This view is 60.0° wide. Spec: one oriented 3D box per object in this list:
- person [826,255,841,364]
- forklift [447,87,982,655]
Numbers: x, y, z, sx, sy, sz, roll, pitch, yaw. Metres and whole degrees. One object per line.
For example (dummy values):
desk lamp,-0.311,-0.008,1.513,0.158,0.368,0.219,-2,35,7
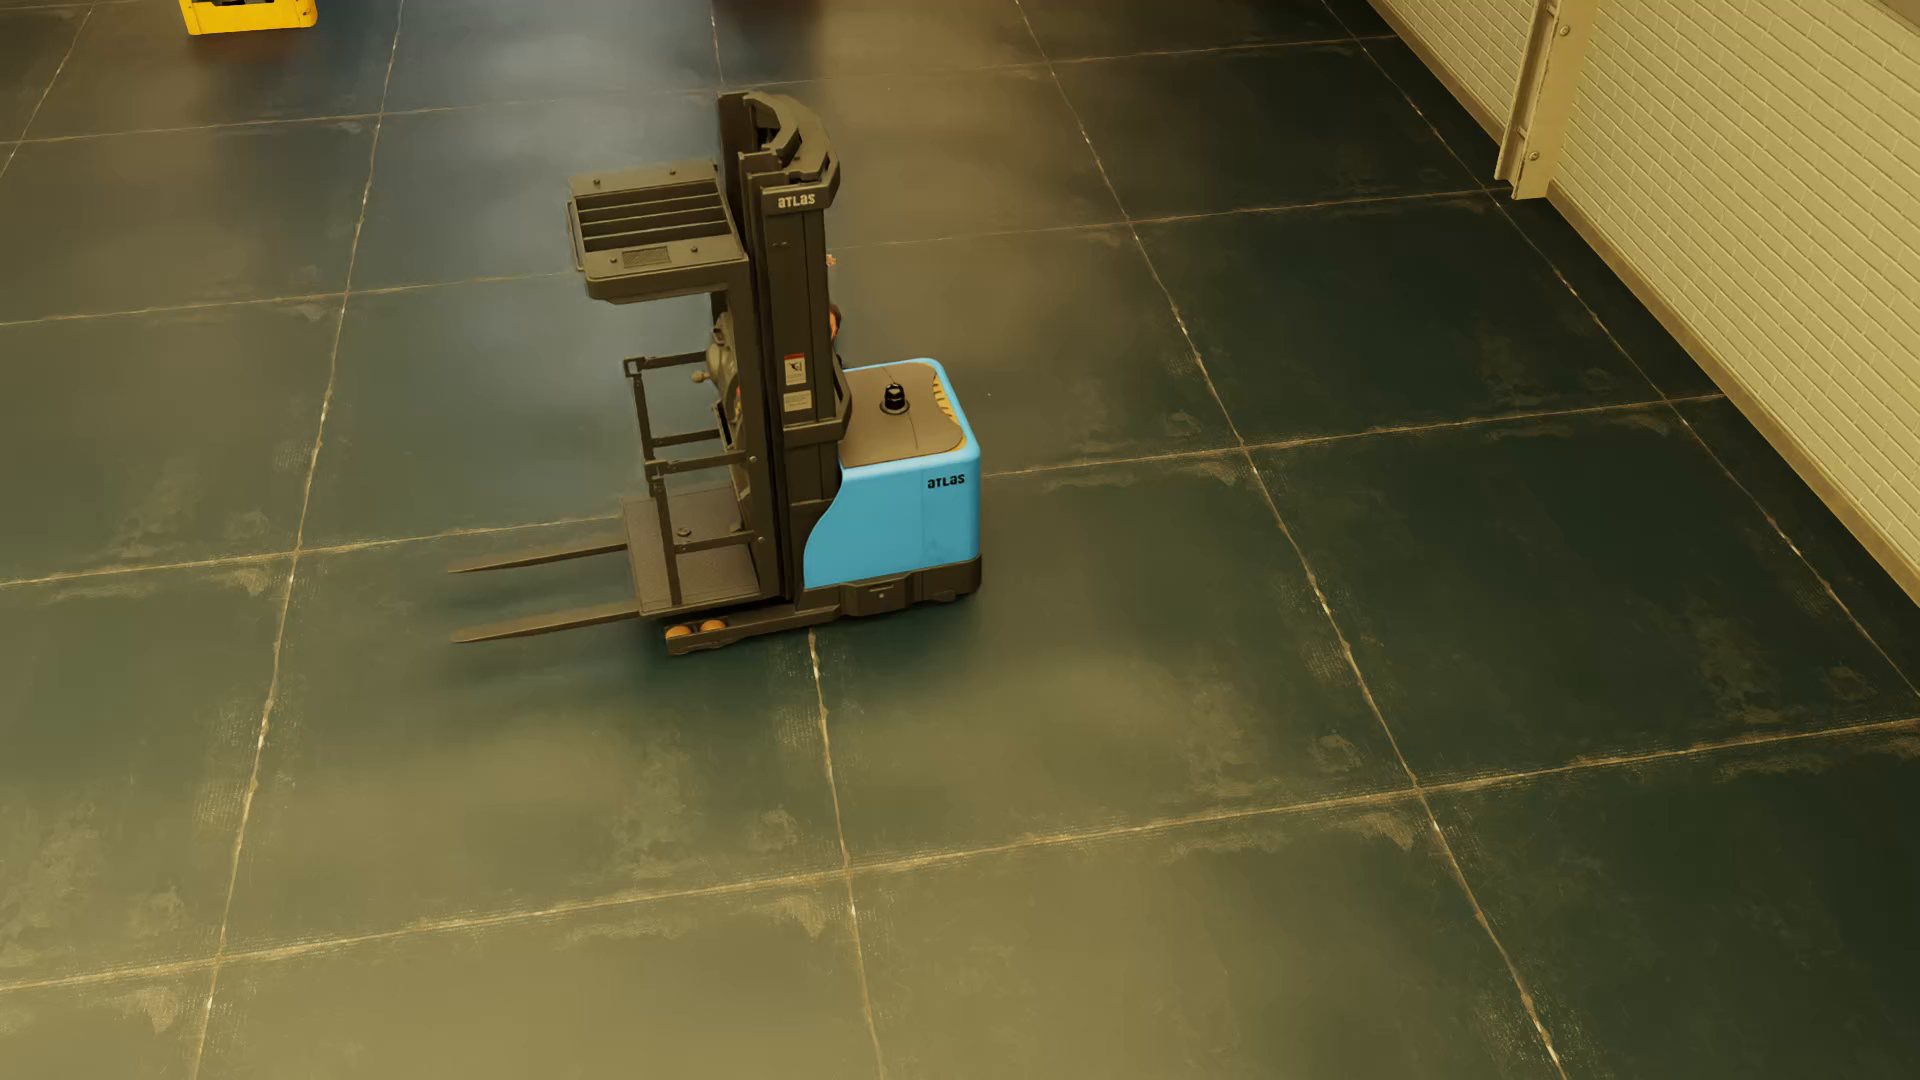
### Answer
person,-0.960,-1.606,10.931,0.745,1.555,0.770,20,44,22
forklift,-1.447,-0.845,8.951,3.031,2.935,1.130,-10,41,-11
